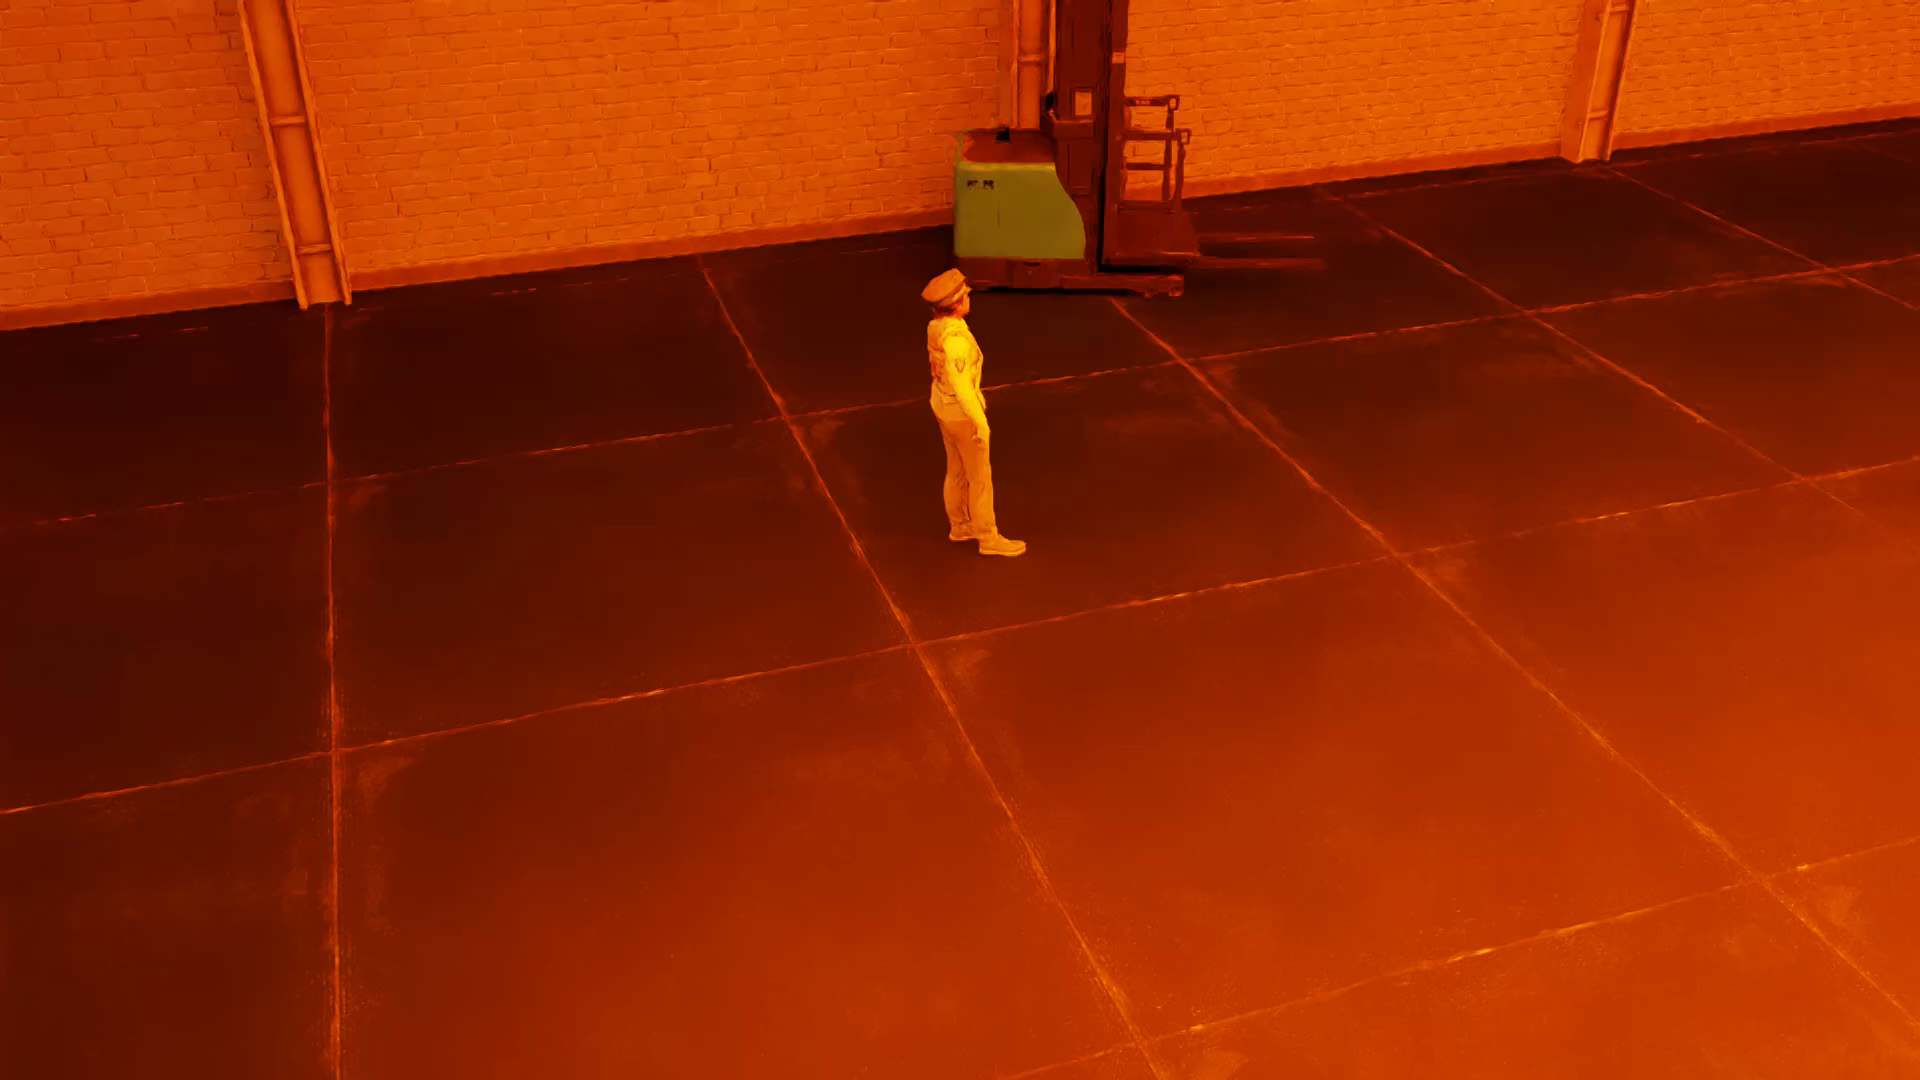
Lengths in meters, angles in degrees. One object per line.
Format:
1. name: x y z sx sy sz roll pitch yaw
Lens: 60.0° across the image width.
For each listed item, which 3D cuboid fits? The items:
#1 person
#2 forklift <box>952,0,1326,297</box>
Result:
1. person: 0.066 -0.749 9.613 0.533 1.695 0.586 -10 31 -16
2. forklift: 1.462 -3.510 13.188 3.031 2.935 1.130 1 30 1
